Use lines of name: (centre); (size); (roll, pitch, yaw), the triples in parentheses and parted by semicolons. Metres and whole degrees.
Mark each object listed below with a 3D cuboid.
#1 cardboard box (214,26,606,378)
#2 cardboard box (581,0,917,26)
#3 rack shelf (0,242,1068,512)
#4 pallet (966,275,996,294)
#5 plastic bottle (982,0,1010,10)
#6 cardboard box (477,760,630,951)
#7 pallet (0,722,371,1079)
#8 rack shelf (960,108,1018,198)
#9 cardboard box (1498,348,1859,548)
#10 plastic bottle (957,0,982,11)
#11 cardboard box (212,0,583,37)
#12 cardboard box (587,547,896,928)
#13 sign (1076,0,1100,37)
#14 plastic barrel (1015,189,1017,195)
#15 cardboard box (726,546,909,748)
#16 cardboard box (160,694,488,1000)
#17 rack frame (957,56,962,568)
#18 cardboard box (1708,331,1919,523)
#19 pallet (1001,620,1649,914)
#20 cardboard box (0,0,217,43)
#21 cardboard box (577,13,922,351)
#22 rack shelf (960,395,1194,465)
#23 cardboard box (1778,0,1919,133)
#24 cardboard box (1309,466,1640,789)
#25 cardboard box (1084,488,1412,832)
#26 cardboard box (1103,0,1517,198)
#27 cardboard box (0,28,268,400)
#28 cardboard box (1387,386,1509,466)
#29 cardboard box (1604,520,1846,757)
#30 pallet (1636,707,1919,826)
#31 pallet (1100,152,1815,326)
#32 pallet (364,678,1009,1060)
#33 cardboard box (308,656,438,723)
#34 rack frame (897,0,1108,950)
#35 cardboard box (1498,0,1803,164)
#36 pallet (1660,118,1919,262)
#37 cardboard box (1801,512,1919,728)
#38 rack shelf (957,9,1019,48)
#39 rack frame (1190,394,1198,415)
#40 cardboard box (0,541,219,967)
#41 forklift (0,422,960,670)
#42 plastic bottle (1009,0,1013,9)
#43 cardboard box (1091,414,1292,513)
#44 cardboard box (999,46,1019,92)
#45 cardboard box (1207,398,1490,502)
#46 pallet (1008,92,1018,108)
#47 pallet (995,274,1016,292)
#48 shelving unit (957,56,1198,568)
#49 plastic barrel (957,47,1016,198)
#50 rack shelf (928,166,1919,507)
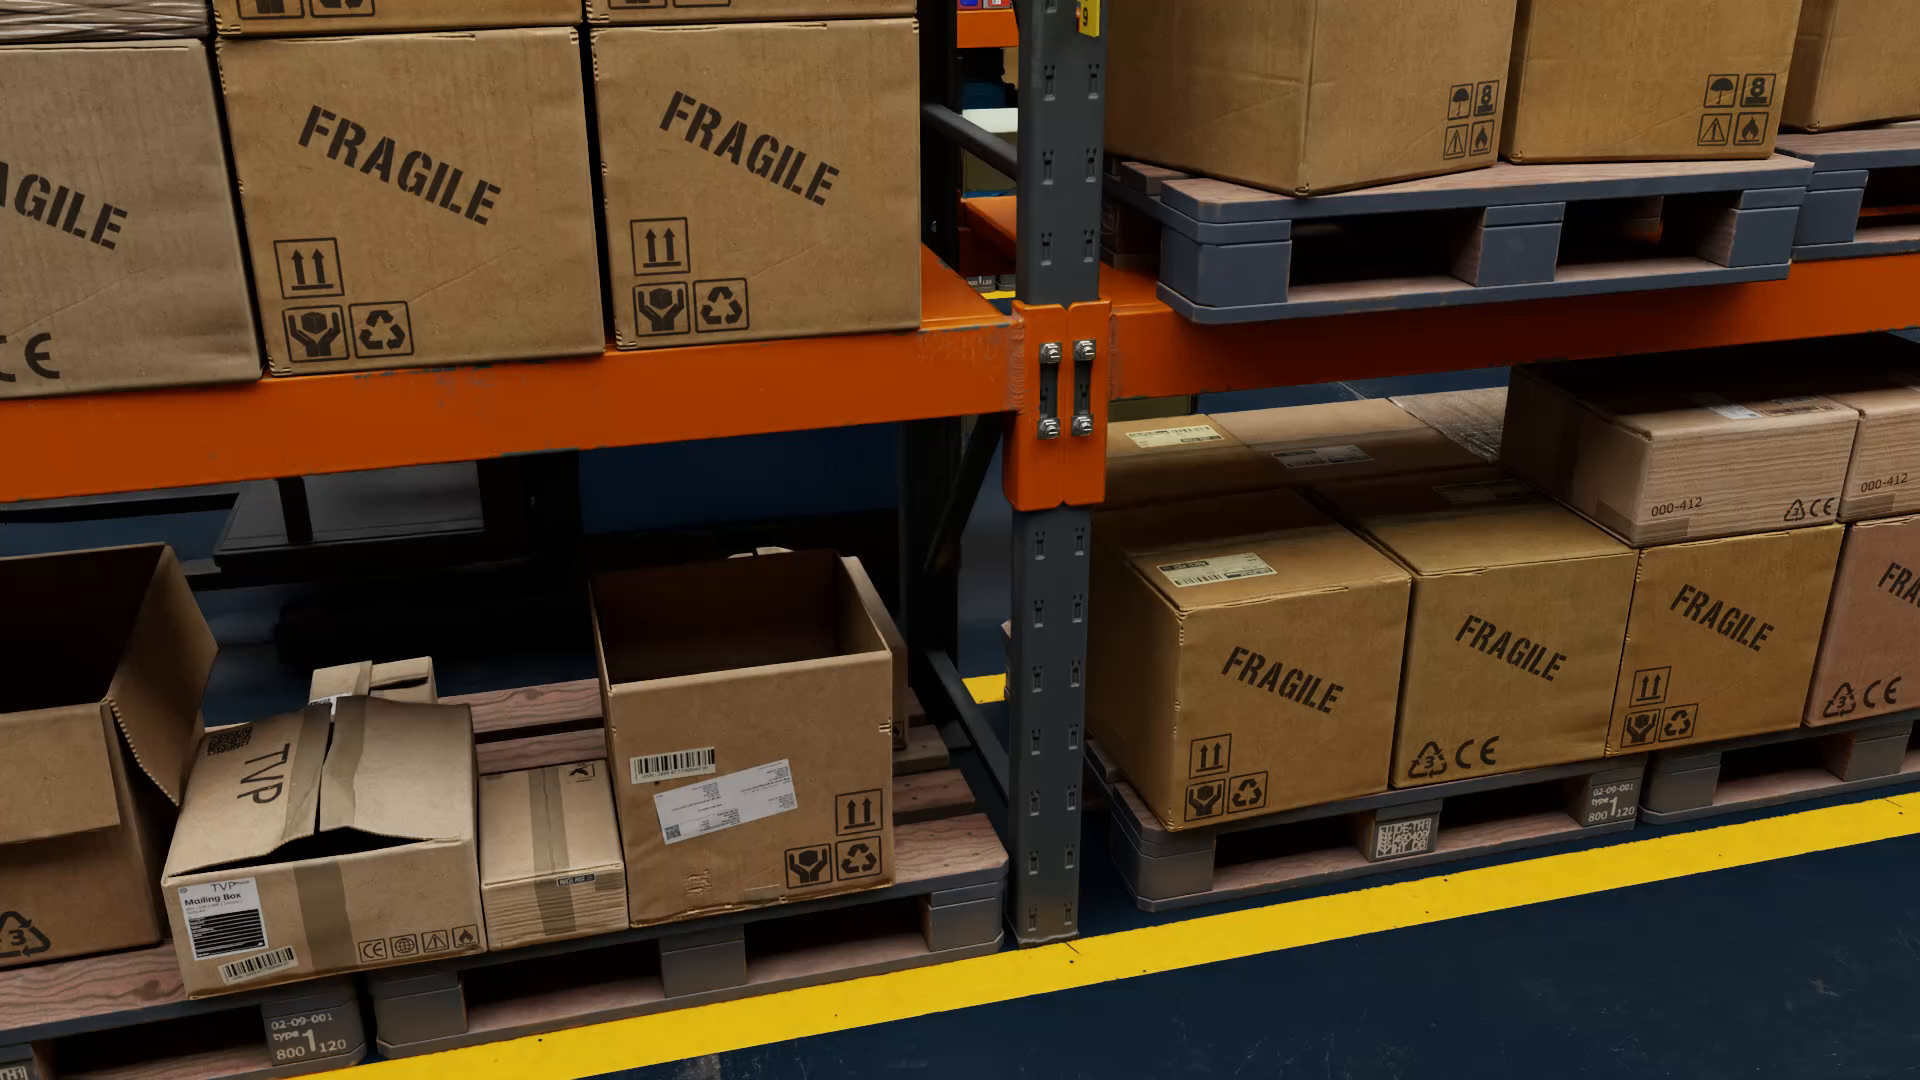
cardboard box: (-0.863, -0.593, 2.701); (0.500, 0.500, 0.500); (-6, 24, -13)
cardboard box: (-0.372, -1.106, 2.629); (0.500, 0.500, 0.500); (-6, 24, -14)
rack shelf: (-1.881, -0.209, 2.846); (4.000, 0.370, 1.077); (-6, 24, -14)
pallet: (-0.535, -1.419, 8.289); (1.213, 0.211, 1.003); (-6, 24, -14)
plastic bottle: (0.151, -2.580, 7.617); (0.135, 0.276, 0.152); (-6, 24, -14)
cardboard box: (-0.772, 0.586, 3.138); (0.250, 0.149, 0.380); (-6, 24, -14)
pallet: (-1.793, 0.733, 3.275); (1.213, 0.211, 1.003); (-6, 24, -14)
rack shelf: (0.306, -1.072, 4.857); (0.720, 0.370, 0.431); (-5, 24, -12)
cardboard box: (1.539, -0.217, 3.612); (0.500, 0.250, 0.500); (-6, 24, -14)
plastic bottle: (0.034, -2.552, 7.542); (0.133, 0.283, 0.061); (-6, 24, -14)
cardboard box: (-0.865, -1.051, 2.500); (0.500, 0.500, 0.500); (-7, 24, -15)
cardboard box: (-0.427, 0.362, 3.215); (0.500, 0.500, 0.500); (-6, 24, -14)
sign: (0.199, -0.946, 2.552); (0.005, 0.325, 0.100); (-6, 24, -14)
plastic barrel: (0.488, -1.837, 8.349); (0.421, 0.512, 0.421); (0, 23, 0)
cardboard box: (-0.418, 0.243, 3.732); (0.500, 0.311, 0.500); (-6, 24, -14)
cardboard box: (-1.149, 0.529, 3.066); (0.500, 0.311, 0.500); (-6, 24, -14)
rack frame: (-0.050, -0.681, 4.934); (0.023, 1.500, 0.400); (-5, 24, -12)
cardboard box: (2.022, -0.270, 3.737); (0.500, 0.250, 0.500); (-7, 24, -15)
pallet: (0.818, 0.427, 3.986); (1.213, 0.211, 1.003); (-6, 24, -14)
cardboard box: (-1.350, -0.997, 2.375); (0.500, 0.500, 0.500); (-6, 24, -14)
cardboard box: (-0.367, -0.648, 2.830); (0.500, 0.500, 0.500); (-6, 24, -13)
rack shelf: (0.306, -0.414, 5.139); (0.720, 0.370, 0.431); (-5, 24, -12)
cardboard box: (1.729, -1.204, 3.592); (0.500, 0.500, 0.700); (-13, 26, -28)
cardboard box: (1.087, 0.173, 3.654); (0.500, 0.500, 0.500); (-6, 24, -14)
cardboard box: (0.576, 0.234, 3.512); (0.500, 0.500, 0.500); (-7, 24, -17)
cardboard box: (0.561, -0.958, 3.018); (0.500, 0.500, 0.700); (-16, 28, -32)
cardboard box: (-1.357, -0.537, 2.571); (0.500, 0.500, 0.500); (-6, 24, -13)
cardboard box: (1.404, -0.071, 4.223); (0.500, 0.500, 0.500); (-6, 24, -14)
cardboard box: (1.570, 0.123, 3.771); (0.500, 0.500, 0.500); (-6, 24, -14)
pallet: (1.995, 0.296, 4.292); (1.213, 0.211, 1.003); (-6, 24, -14)
pallet: (0.844, -0.708, 3.341); (1.213, 0.211, 1.003); (-6, 24, -14)
pallet: (-0.617, 0.601, 3.581); (1.213, 0.211, 1.003); (-6, 24, -14)
cardboard box: (-1.248, 0.405, 3.537); (0.250, 0.166, 0.380); (-6, 24, -14)
rack frame: (0.045, -0.753, 3.201); (0.127, 3.000, 1.000); (-6, 24, -14)
cardboard box: (1.206, -1.055, 3.245); (0.500, 0.500, 0.700); (-3, 23, -6)
pallet: (2.025, -0.882, 3.745); (1.213, 0.211, 1.003); (-6, 24, -14)
cardboard box: (2.057, 0.069, 3.896); (0.500, 0.500, 0.500); (-7, 24, -16)
rack shelf: (0.636, -2.516, 8.223); (4.000, 0.370, 1.077); (-6, 24, -14)
rack frame: (0.663, -0.746, 5.087); (0.023, 1.500, 0.400); (-5, 24, -12)
cardboard box: (-1.763, 0.394, 3.136); (0.637, 0.503, 0.797); (-6, 24, -14)
forklift: (-1.573, -1.230, 4.399); (3.031, 2.935, 1.130); (-5, 24, -12)
plastic bottle: (0.270, -2.548, 7.636); (0.097, 0.201, 0.097); (0, 23, 0)
cardboard box: (0.443, 0.032, 3.983); (0.500, 0.500, 0.500); (-6, 24, -15)
cardboard box: (0.554, -4.091, 13.143); (0.875, 0.875, 1.225); (-7, 24, -17)
cardboard box: (0.921, -0.017, 4.098); (0.500, 0.500, 0.500); (-6, 24, -14)
pallet: (0.444, -3.604, 13.381); (1.213, 0.211, 1.003); (-6, 24, -14)
pallet: (0.641, -1.550, 8.595); (1.213, 0.211, 1.003); (-6, 24, -14)
shelving unit: (0.306, -0.713, 5.011); (0.755, 1.500, 0.431); (-5, 24, -12)
plastic barrel: (-0.079, -1.990, 8.211); (0.708, 0.901, 0.600); (-6, 24, -14)
rack shelf: (1.971, -0.635, 3.839); (4.000, 0.370, 1.077); (-6, 24, -14)
